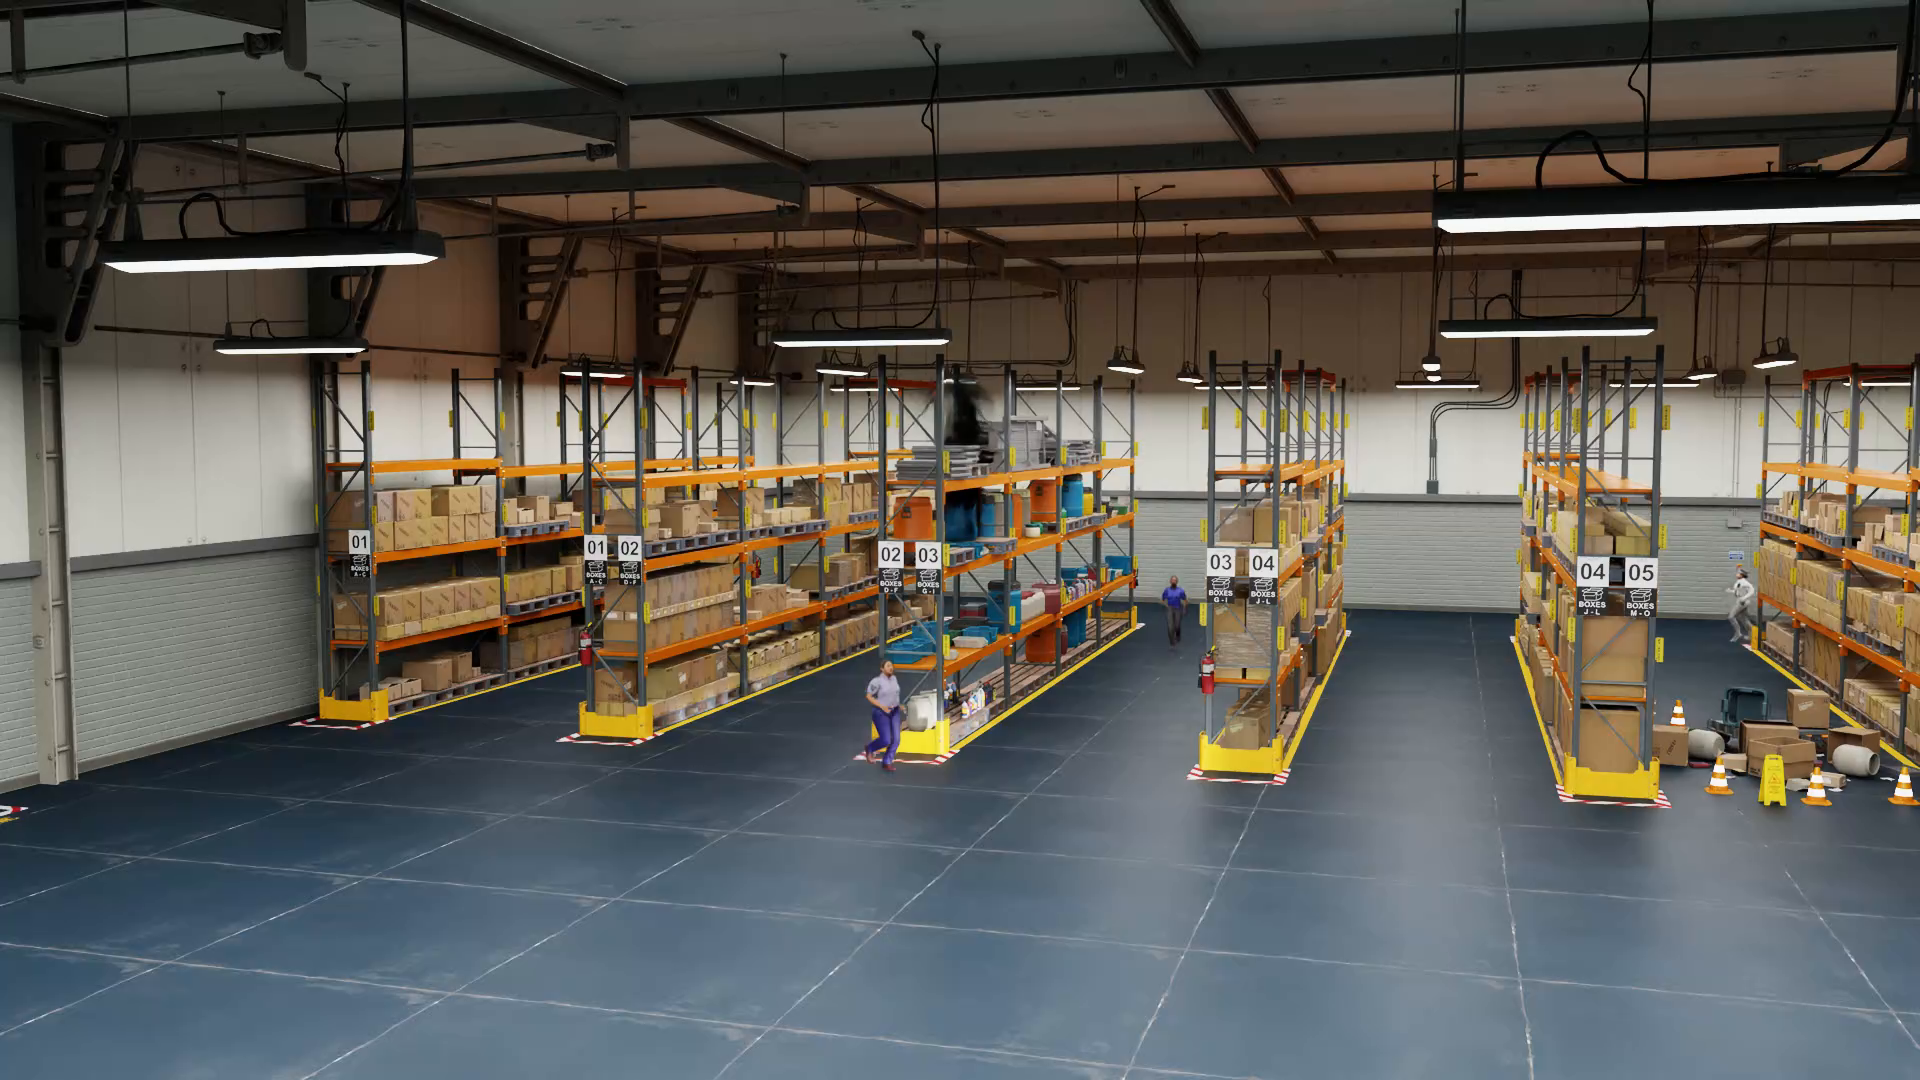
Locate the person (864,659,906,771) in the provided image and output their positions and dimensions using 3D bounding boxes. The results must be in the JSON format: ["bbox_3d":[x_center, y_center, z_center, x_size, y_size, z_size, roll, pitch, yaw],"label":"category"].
[{"bbox_3d":[-1.082,2.505,23.861,0.561,1.590,0.595,4,6,44],"label":"person"}]

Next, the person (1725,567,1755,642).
[{"bbox_3d":[17.728,1.481,37.717,0.699,1.736,0.612,1,4,20],"label":"person"}]

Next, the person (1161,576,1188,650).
[{"bbox_3d":[4.698,1.600,36.510,0.575,1.615,0.560,1,4,10],"label":"person"}]
